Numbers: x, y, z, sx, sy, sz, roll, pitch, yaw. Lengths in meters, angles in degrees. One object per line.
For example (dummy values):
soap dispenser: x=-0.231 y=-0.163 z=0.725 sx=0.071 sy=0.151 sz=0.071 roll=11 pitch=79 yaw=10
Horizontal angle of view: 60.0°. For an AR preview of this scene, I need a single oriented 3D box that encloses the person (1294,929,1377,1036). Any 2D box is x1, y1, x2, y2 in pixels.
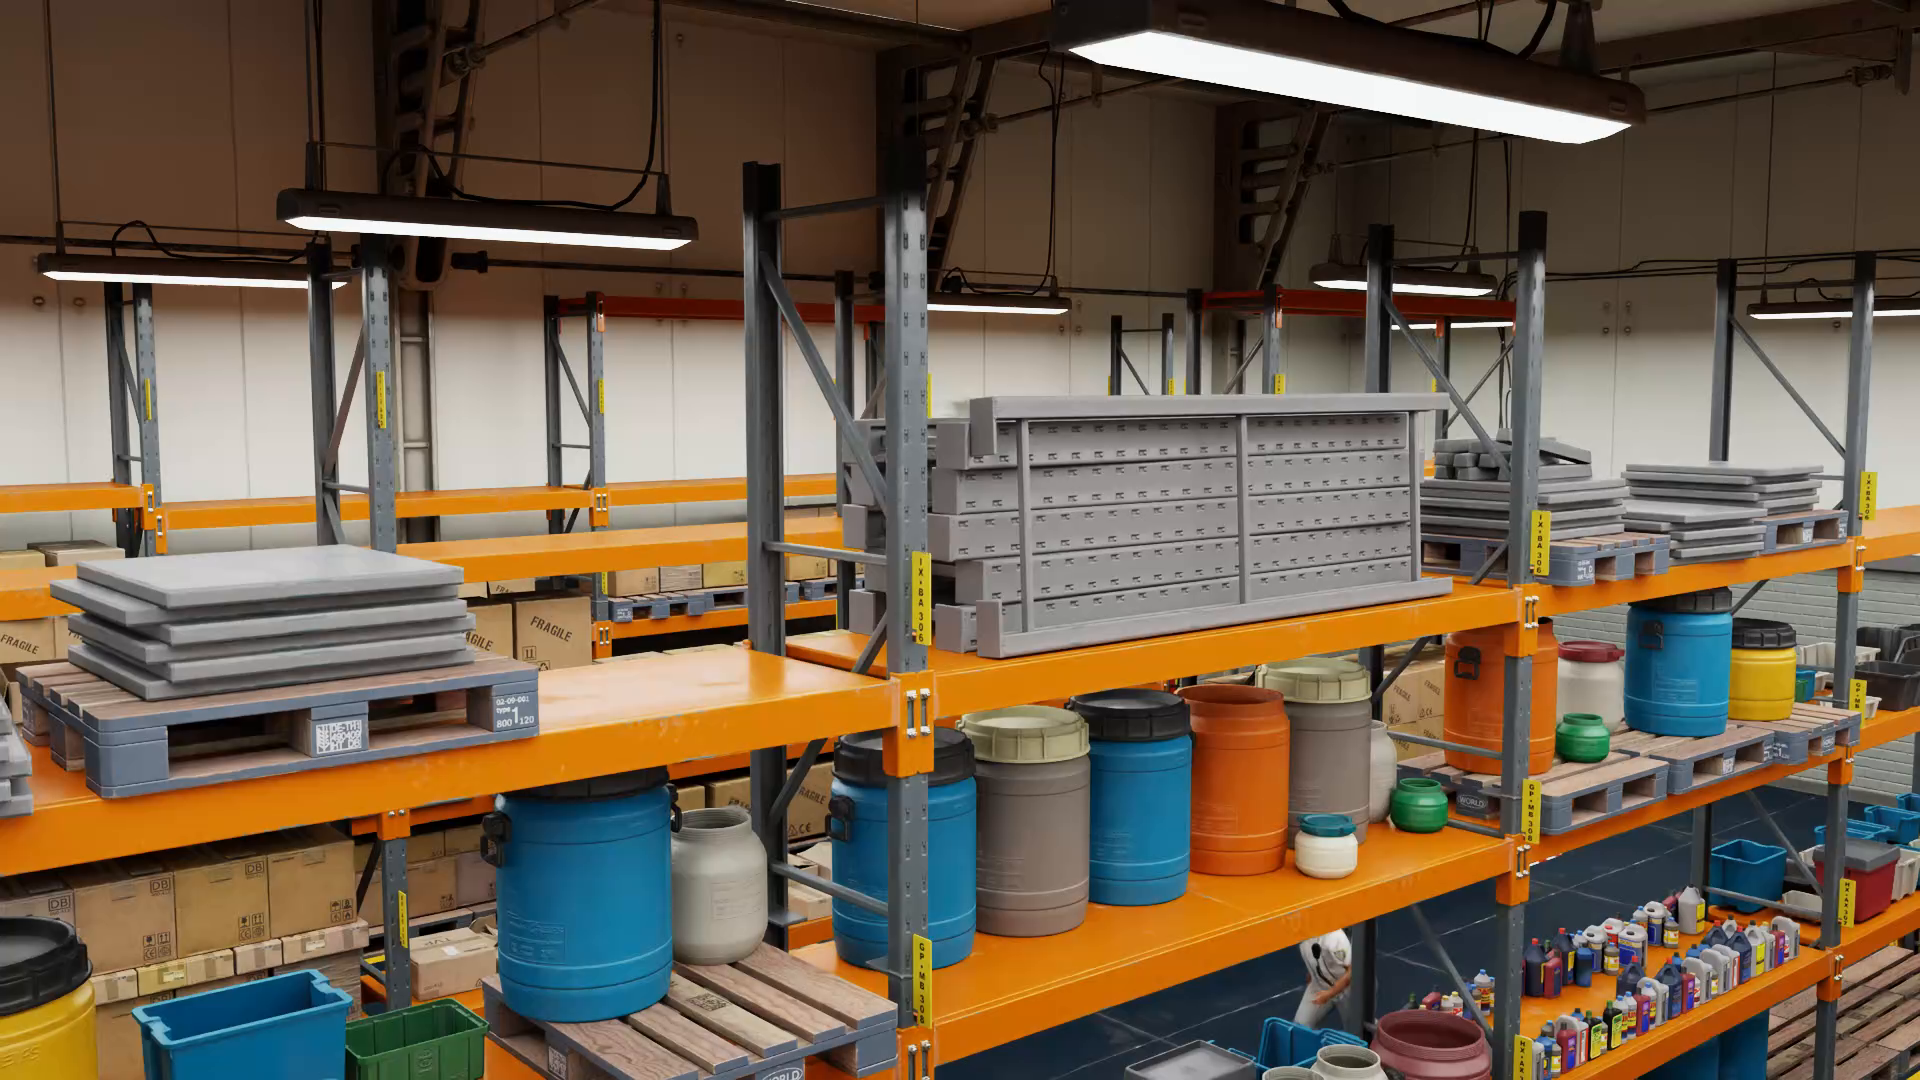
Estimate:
person: x=2.782 y=3.255 z=12.038 sx=1.046 sy=1.528 sz=0.603 roll=-3 pitch=6 yaw=-28
